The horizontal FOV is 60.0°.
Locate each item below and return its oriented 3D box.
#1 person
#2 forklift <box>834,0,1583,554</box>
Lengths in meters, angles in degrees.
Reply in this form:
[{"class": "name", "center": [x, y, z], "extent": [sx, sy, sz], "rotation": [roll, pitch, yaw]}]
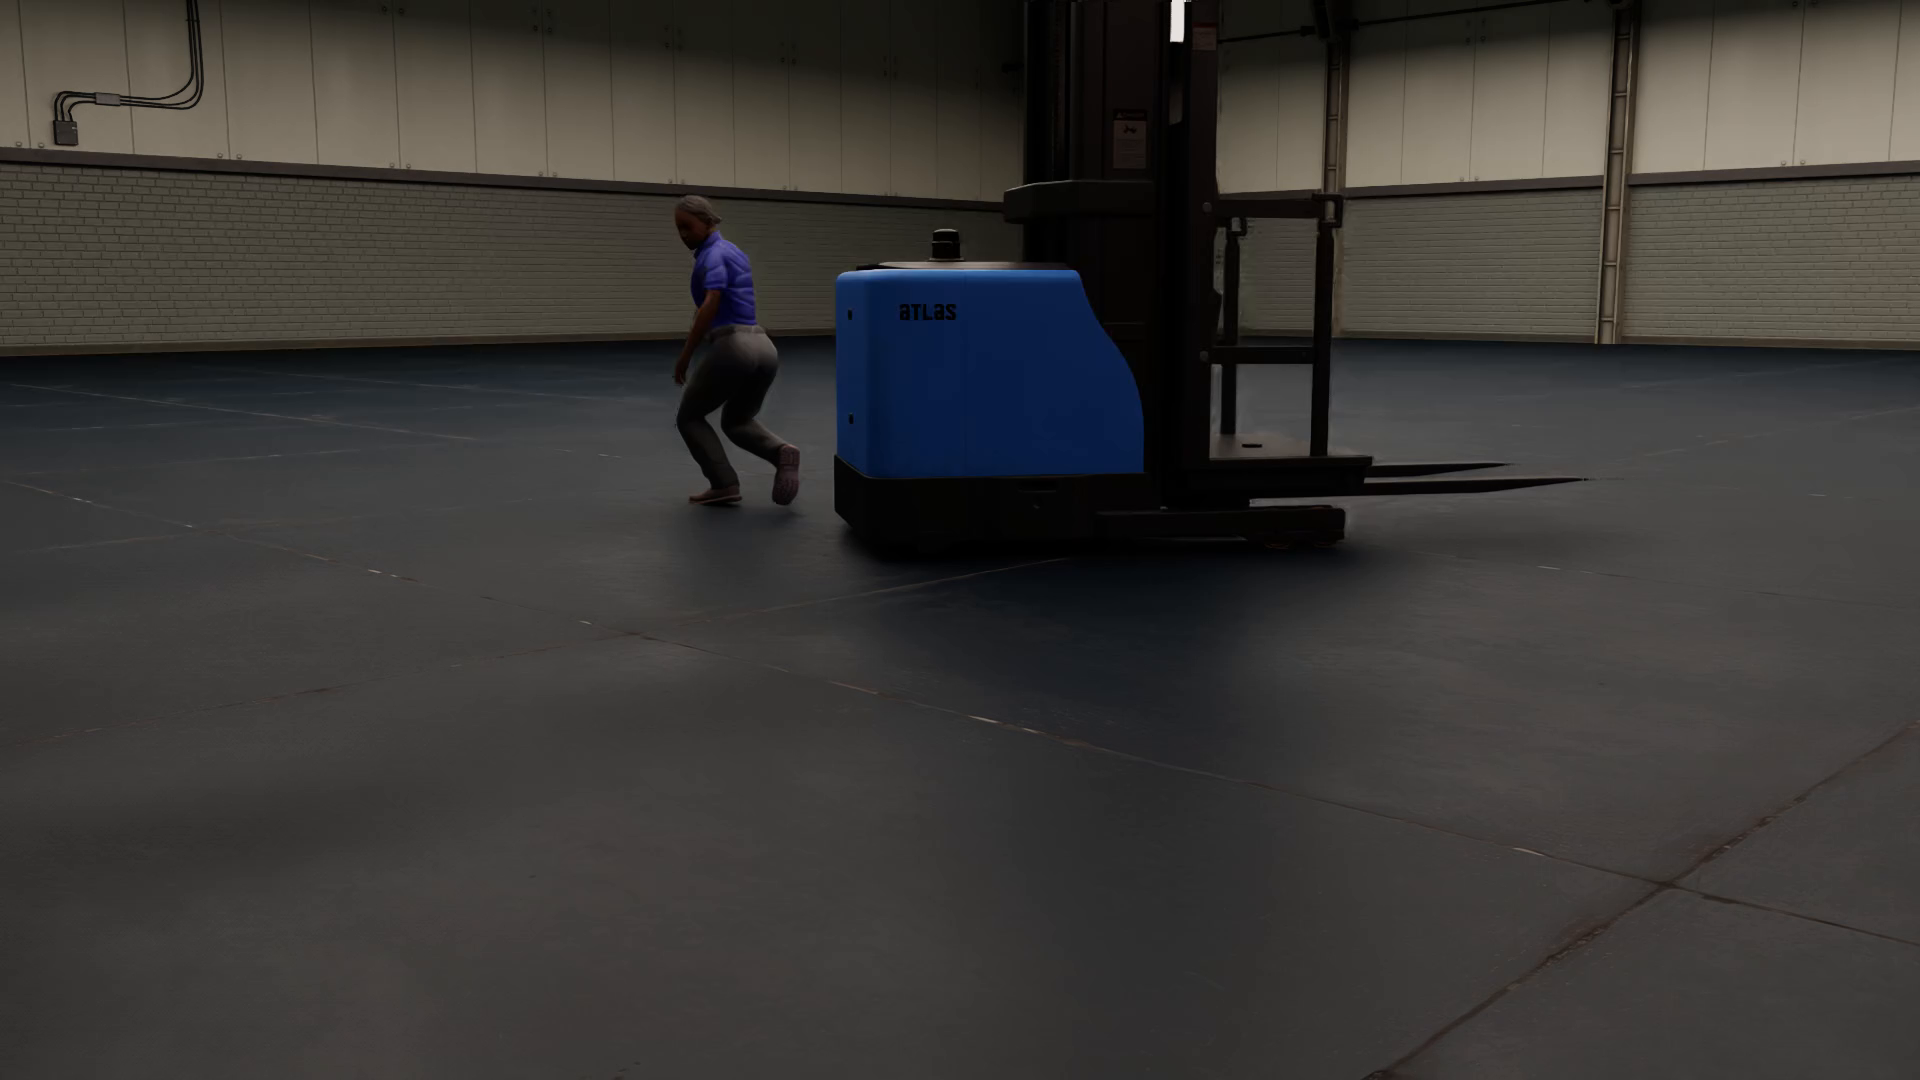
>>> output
[{"class": "person", "center": [-1.050, -0.881, 7.804], "extent": [0.620, 1.452, 0.735], "rotation": [5, 10, 28]}, {"class": "forklift", "center": [1.038, -1.485, 6.739], "extent": [3.031, 2.935, 1.130], "rotation": [-2, 9, -12]}]
